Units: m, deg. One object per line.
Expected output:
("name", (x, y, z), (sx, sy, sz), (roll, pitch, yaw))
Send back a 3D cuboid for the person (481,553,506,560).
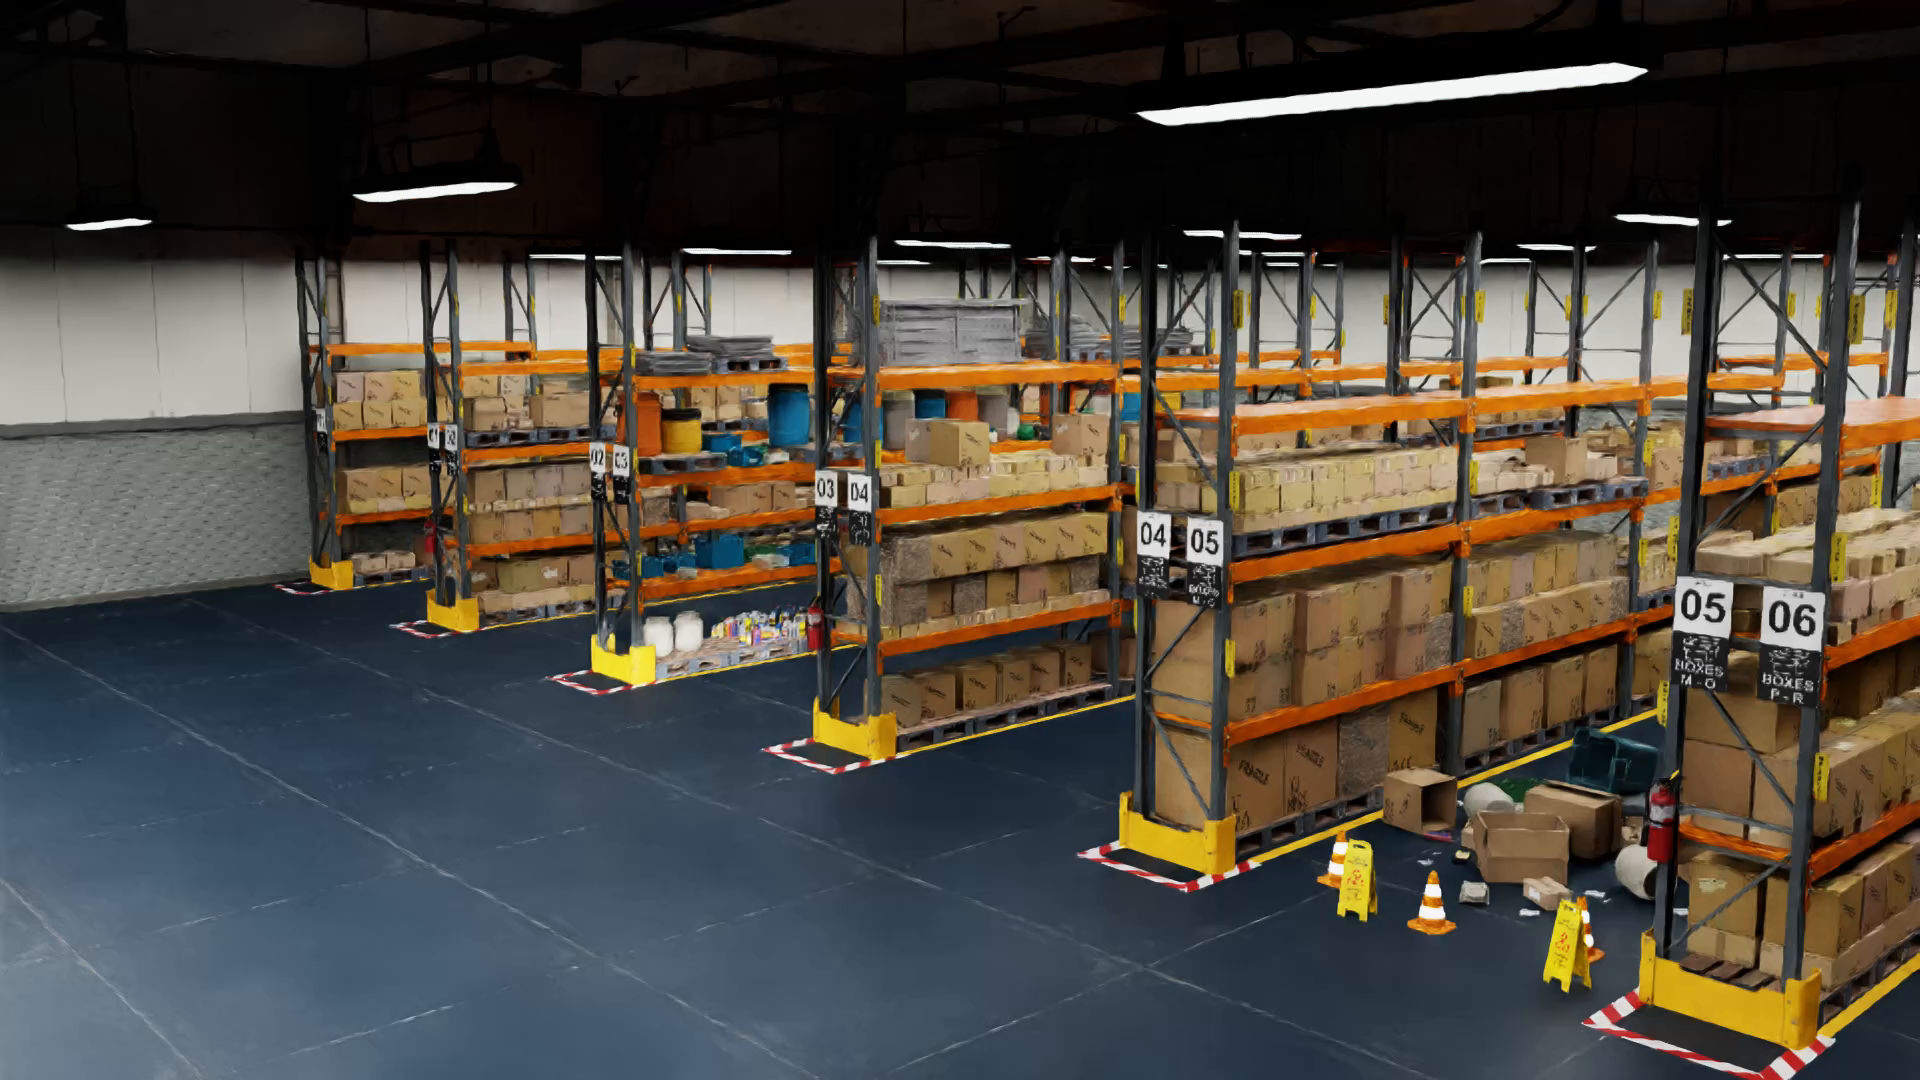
("person", (-8.519, 0.007, 30.024), (1.036, 1.517, 0.417), (-7, 11, -39))
